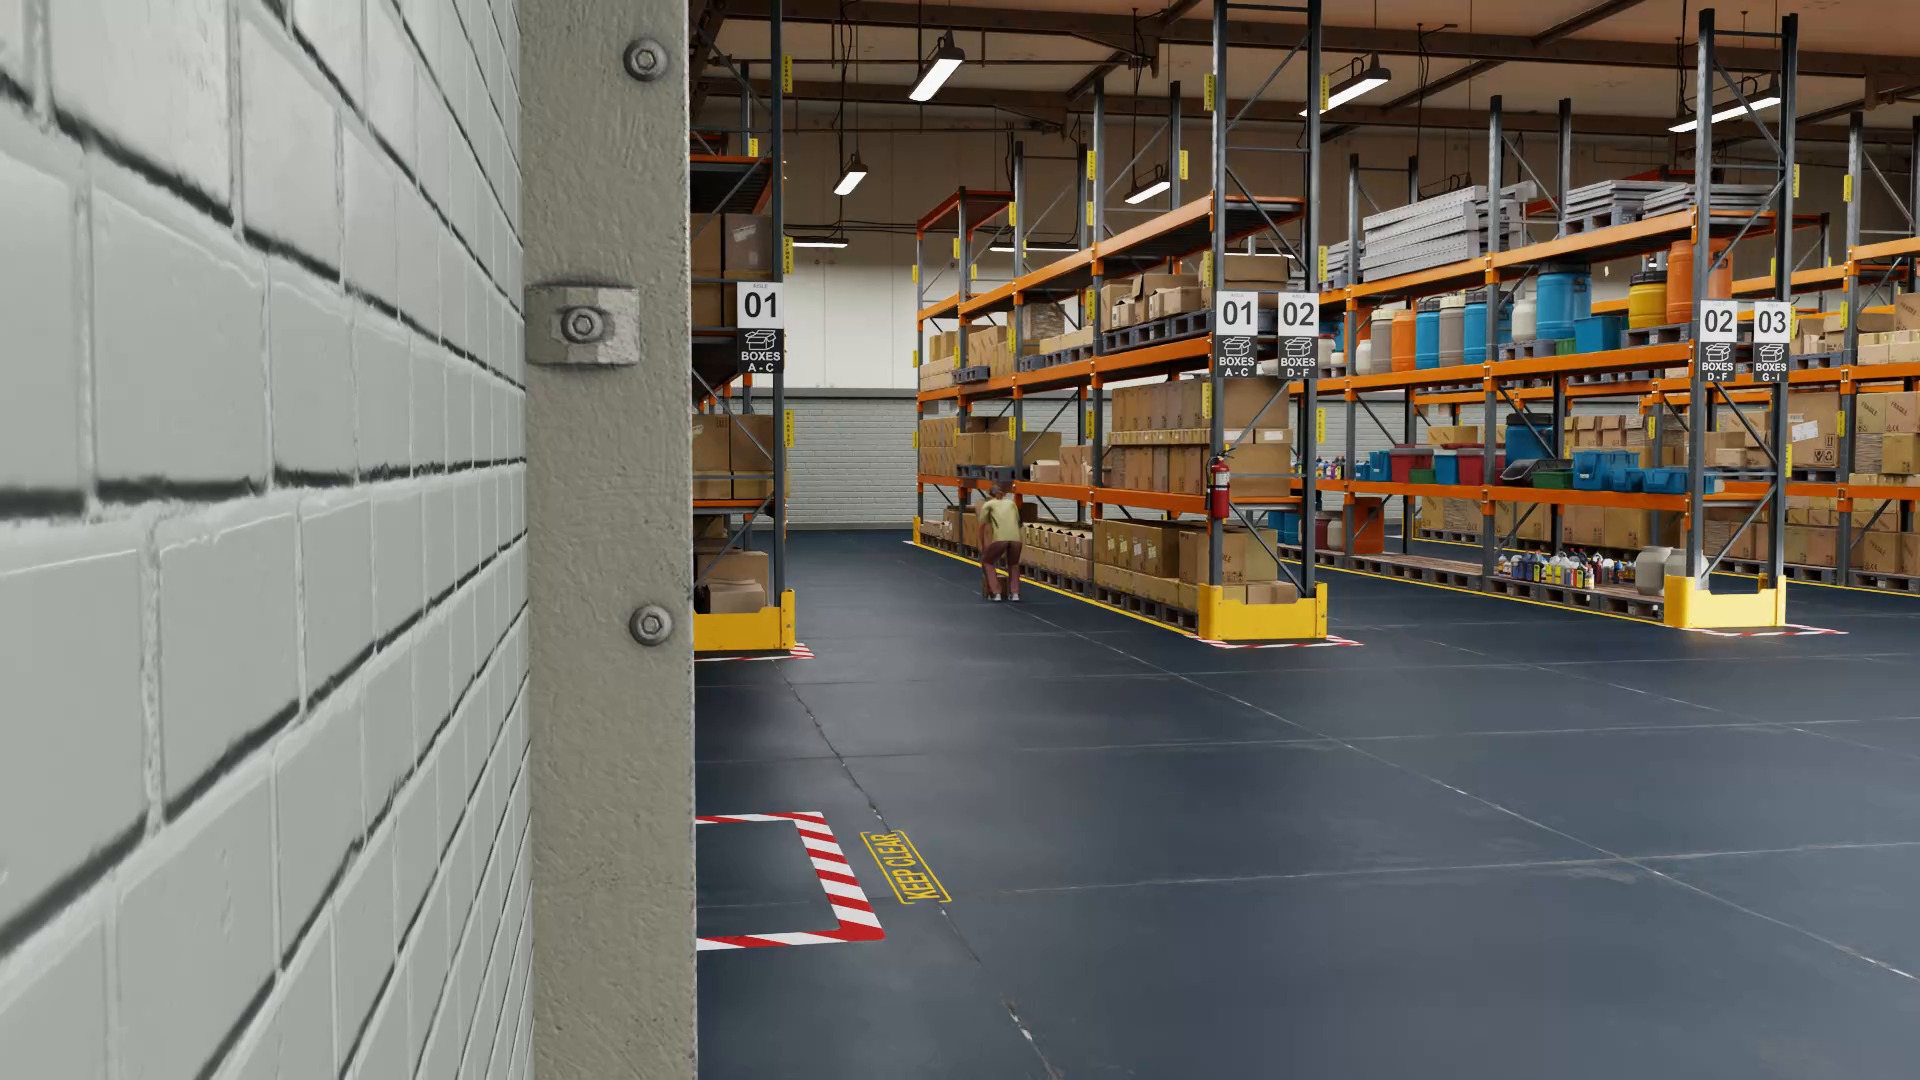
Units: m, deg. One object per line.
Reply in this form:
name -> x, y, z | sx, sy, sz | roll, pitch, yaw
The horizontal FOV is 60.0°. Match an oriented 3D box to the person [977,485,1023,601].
person -> 0.469, 0.038, 19.325 | 0.511, 1.333, 0.668 | -1, 3, -11
